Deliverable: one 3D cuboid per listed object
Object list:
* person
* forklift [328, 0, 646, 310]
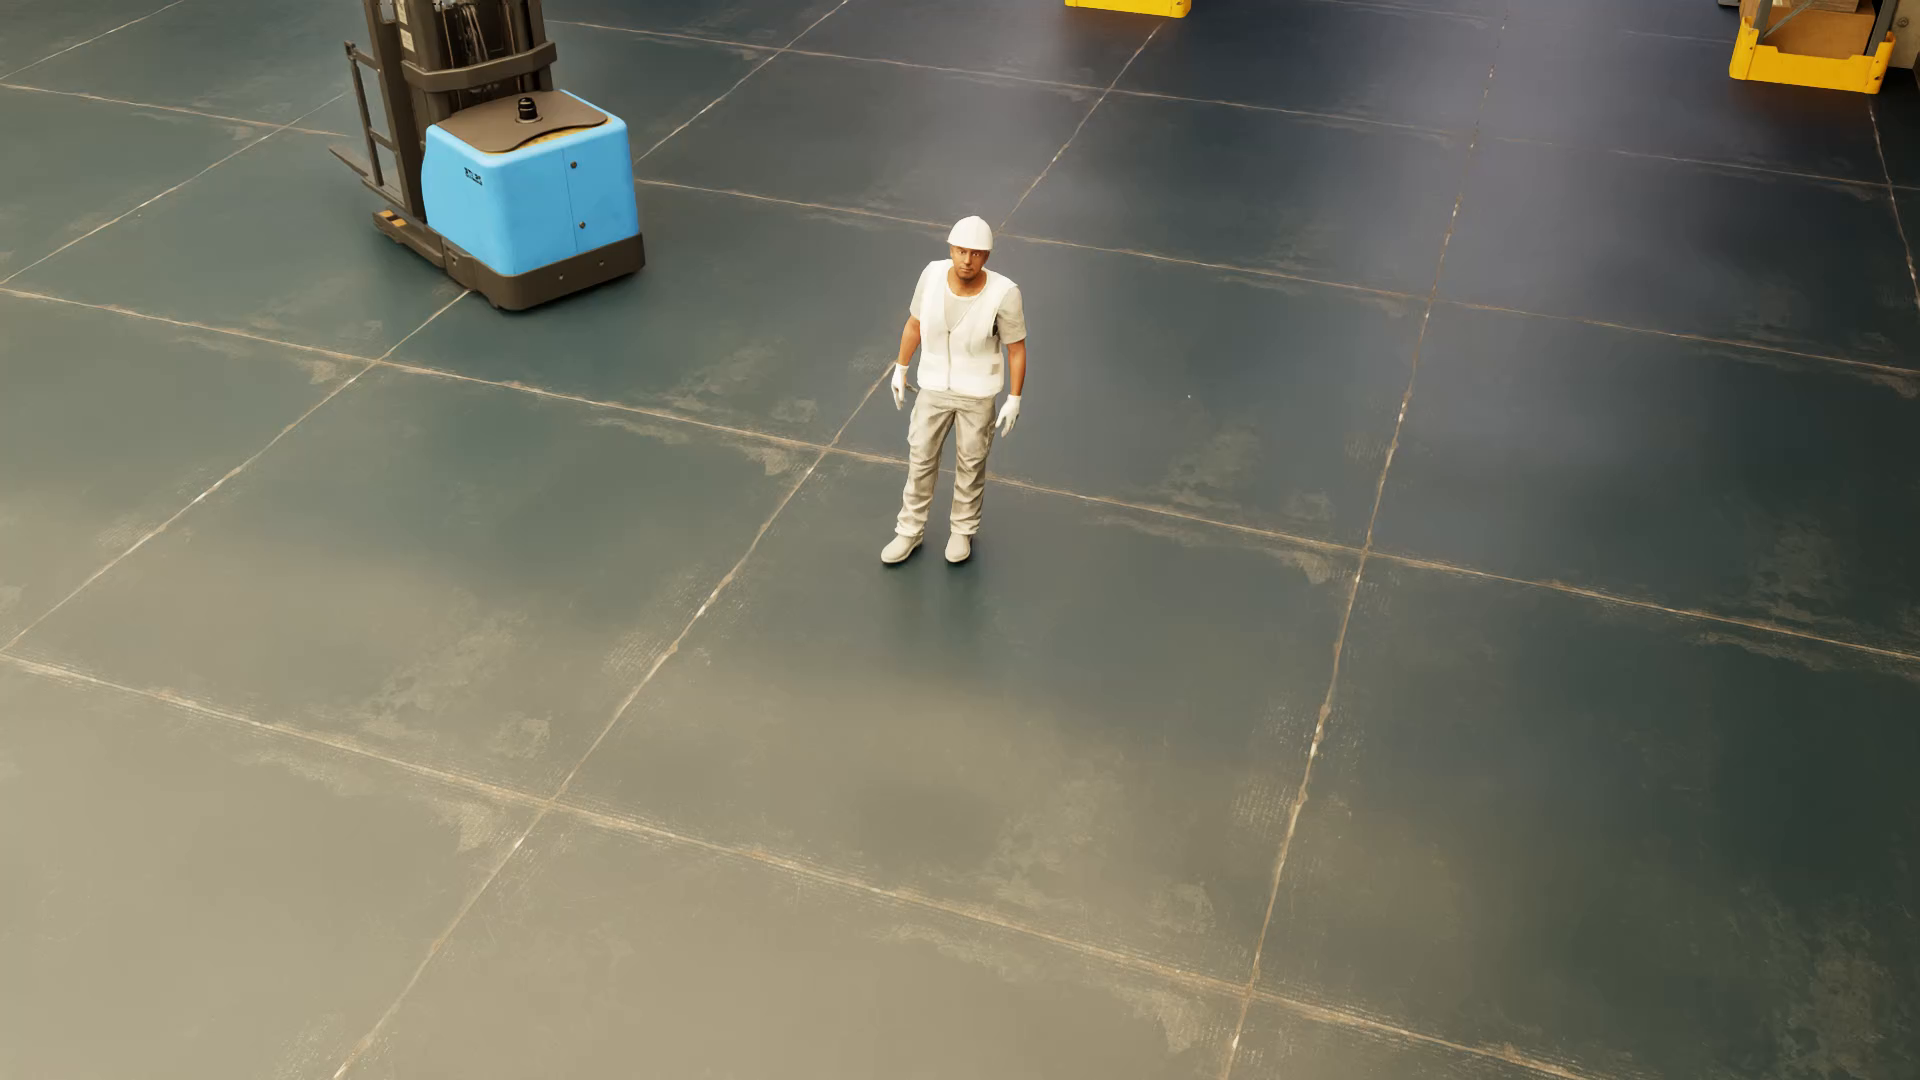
[{"bbox_3d":[-0.036,-0.691,8.066,0.656,1.782,0.559,12,37,16],"label":"person"},{"bbox_3d":[1.853,-9.526,19.547,23.089,2.935,11.713,-27,44,-33],"label":"forklift"}]
